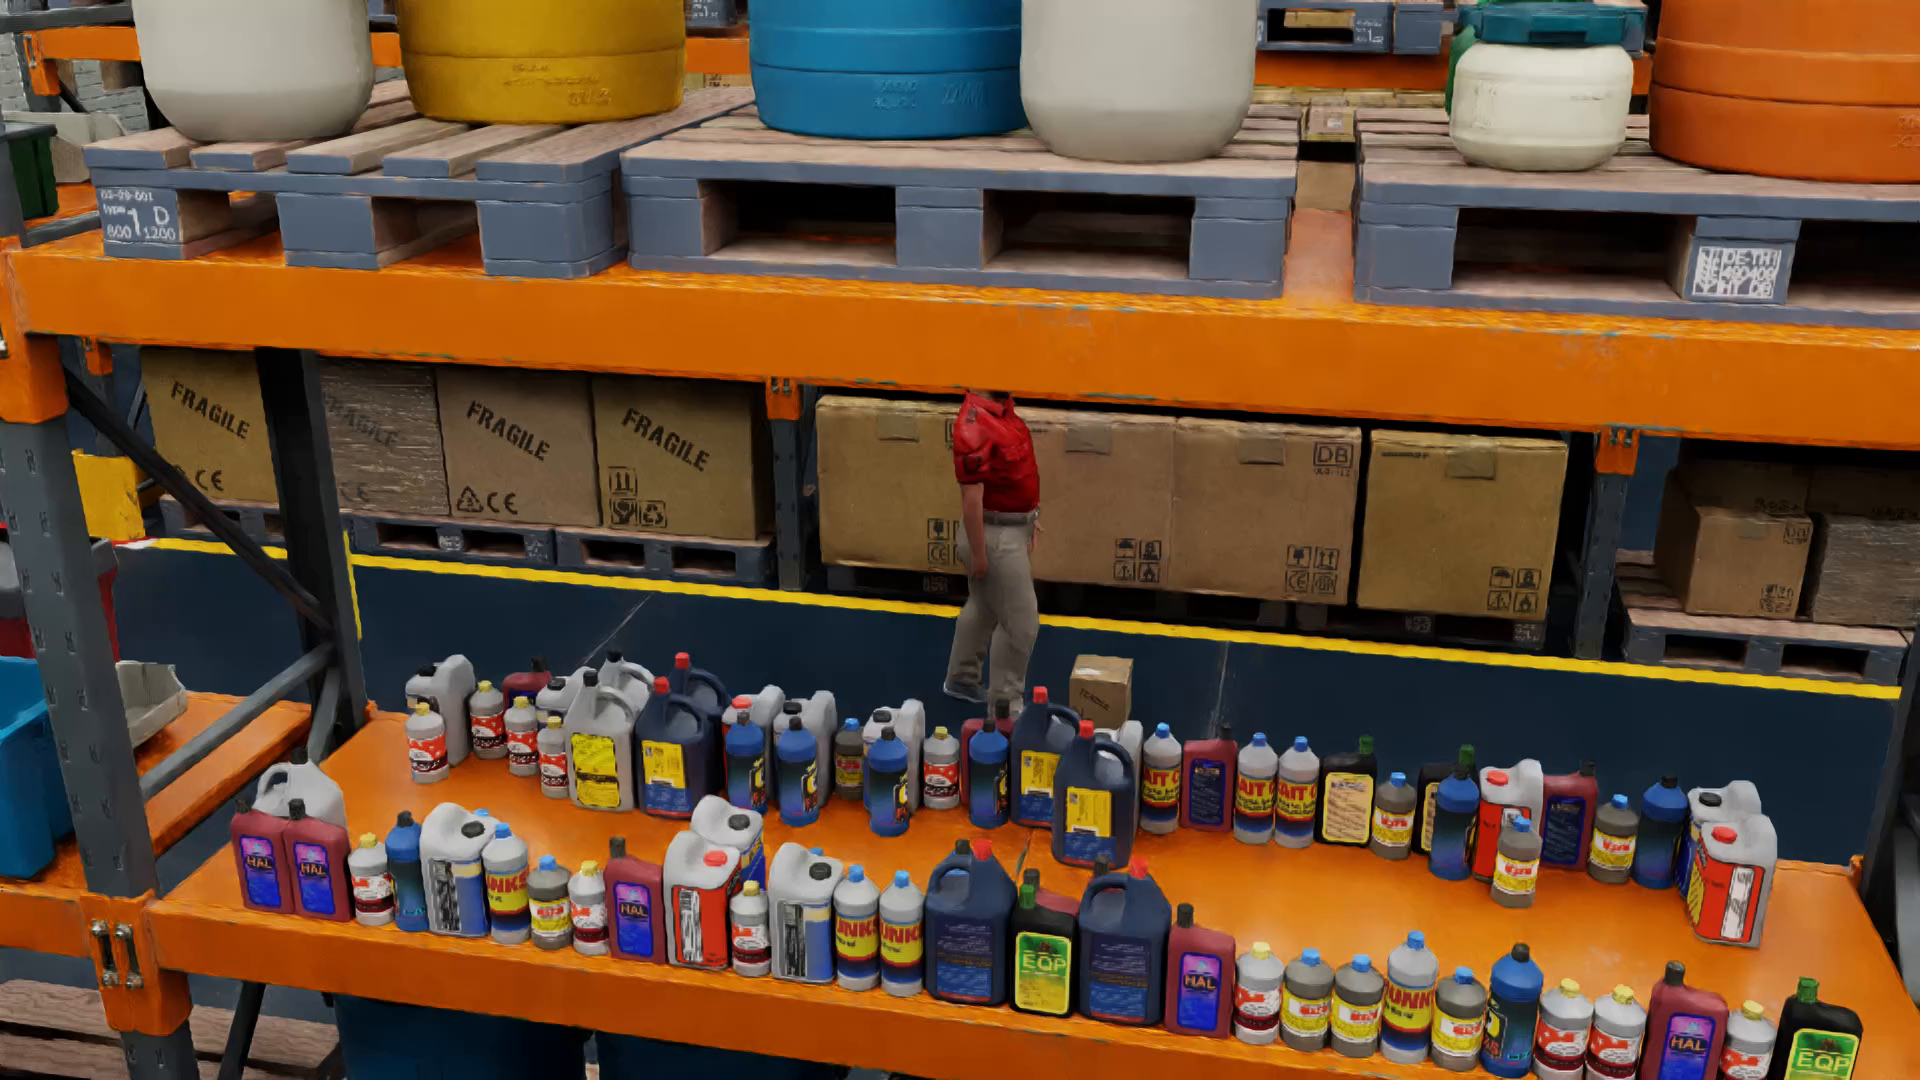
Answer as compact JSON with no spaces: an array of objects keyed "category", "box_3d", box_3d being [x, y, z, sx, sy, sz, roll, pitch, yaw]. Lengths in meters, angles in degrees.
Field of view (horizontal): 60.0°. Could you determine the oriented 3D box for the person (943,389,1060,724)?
[{"category":"person","box_3d":[0.191,-0.016,7.202,0.566,1.734,0.535,4,22,10]}]
